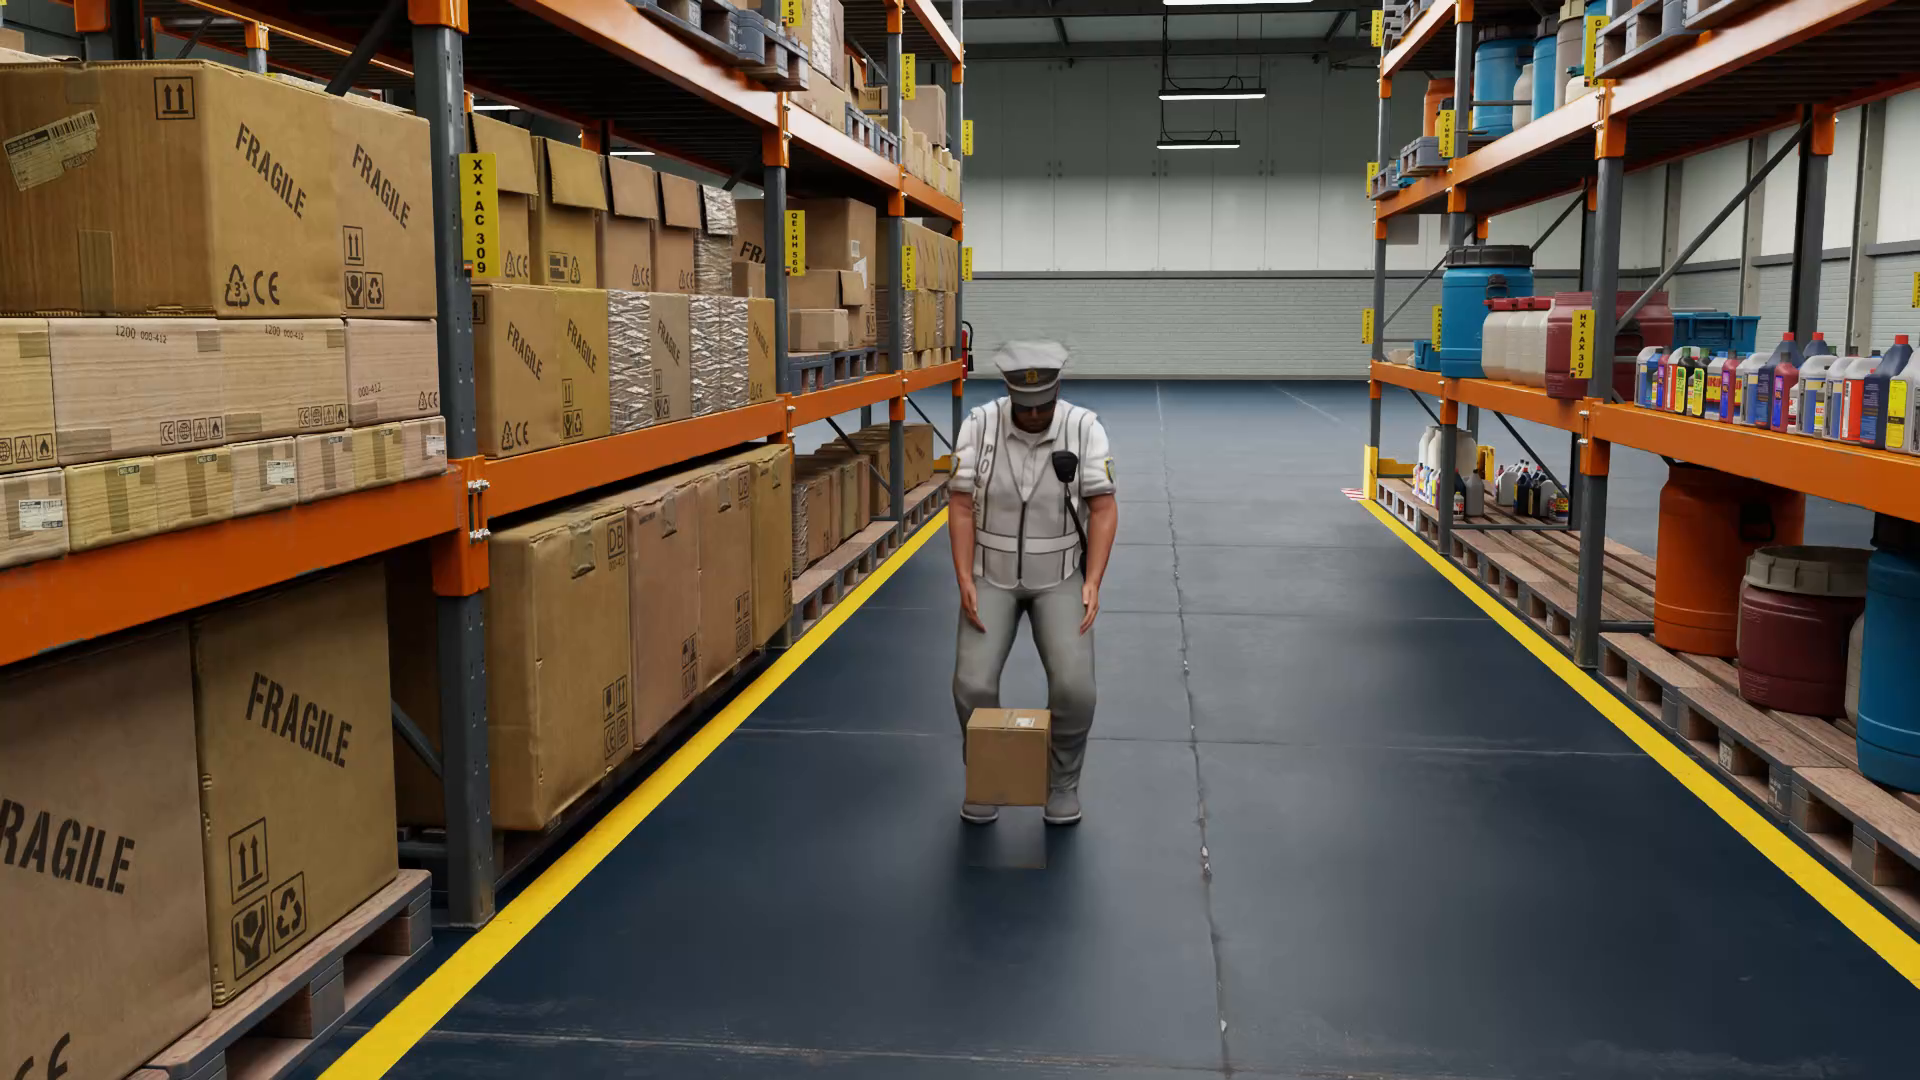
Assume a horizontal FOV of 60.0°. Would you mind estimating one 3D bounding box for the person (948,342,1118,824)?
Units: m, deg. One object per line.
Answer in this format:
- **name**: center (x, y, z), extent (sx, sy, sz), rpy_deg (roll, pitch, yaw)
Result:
- **person**: center (0.248, 0.146, 5.667), extent (0.575, 1.633, 0.609), rpy_deg (1, 8, 7)
